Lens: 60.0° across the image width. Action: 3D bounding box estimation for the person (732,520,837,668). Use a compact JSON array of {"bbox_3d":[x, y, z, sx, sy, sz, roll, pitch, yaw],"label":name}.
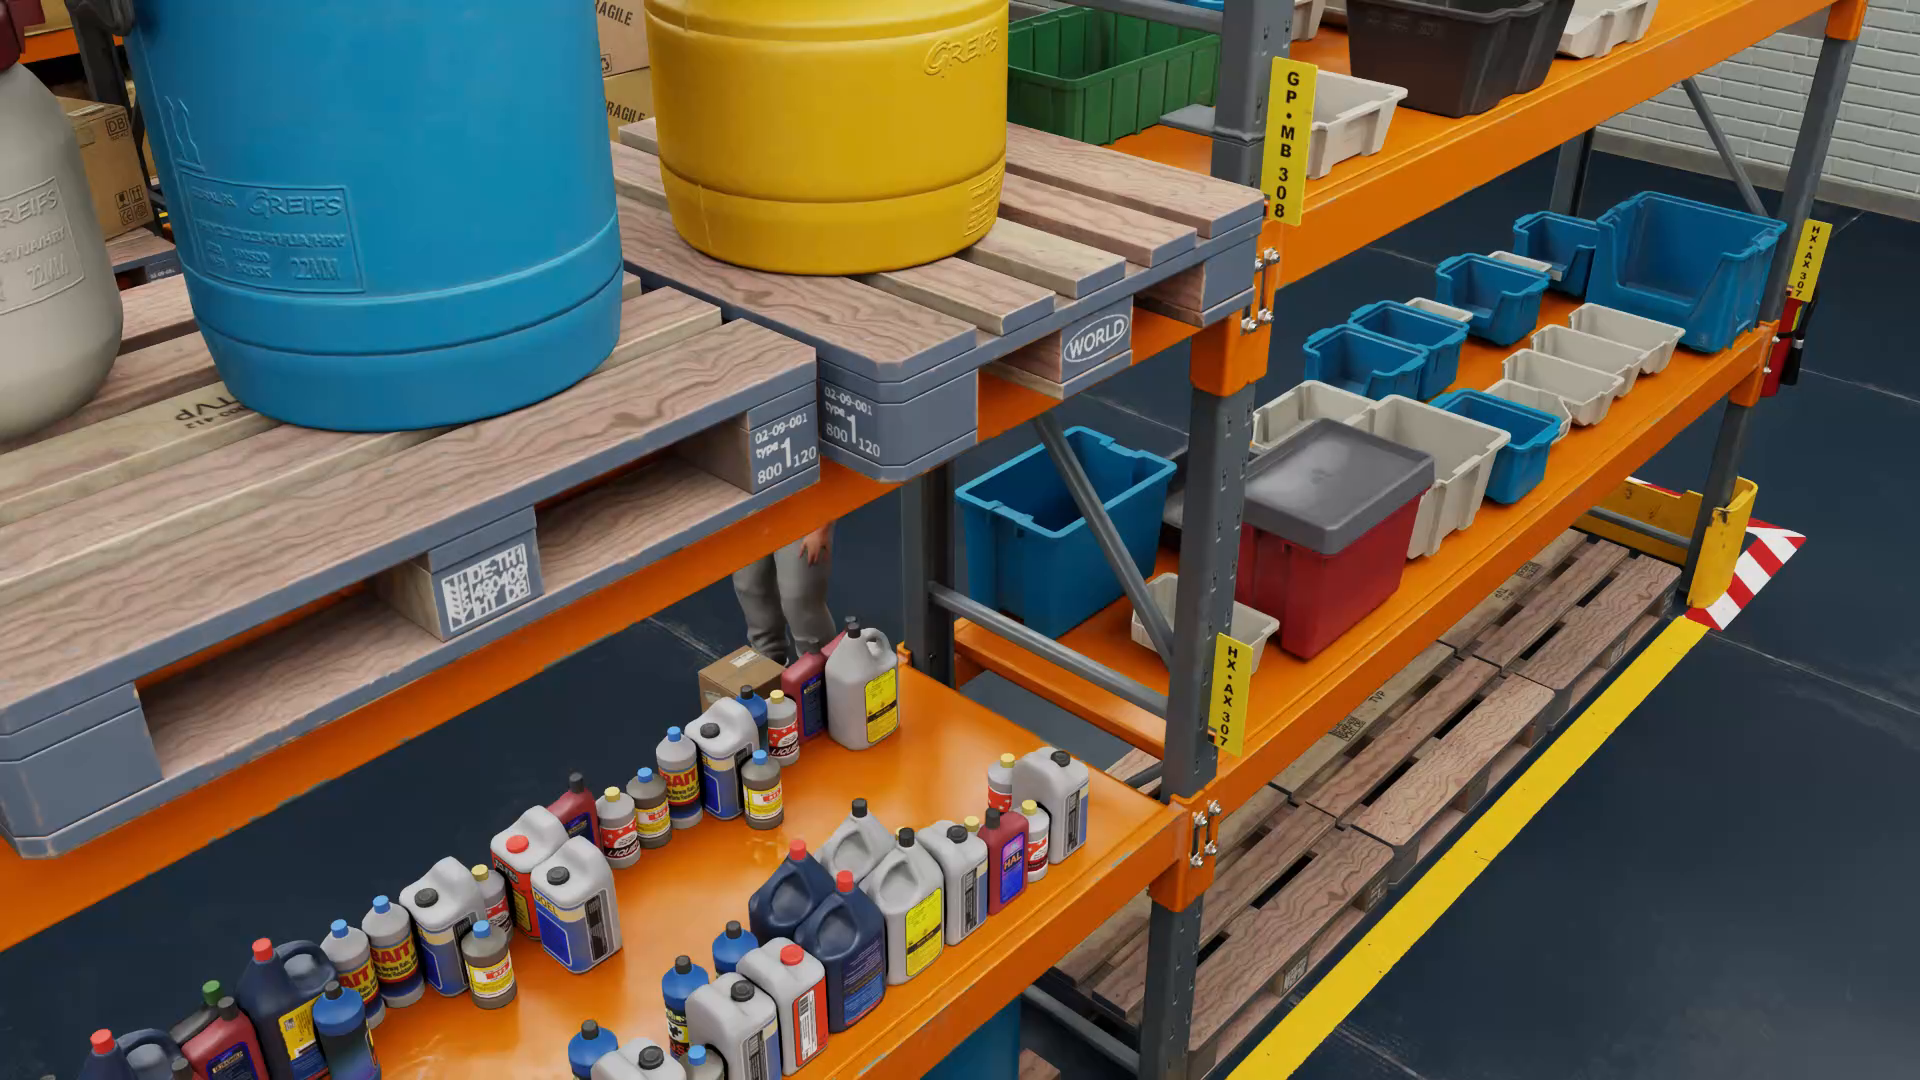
[{"bbox_3d":[-0.672,-0.135,6.349,0.585,1.749,0.434,25,39,35],"label":"person"}]
